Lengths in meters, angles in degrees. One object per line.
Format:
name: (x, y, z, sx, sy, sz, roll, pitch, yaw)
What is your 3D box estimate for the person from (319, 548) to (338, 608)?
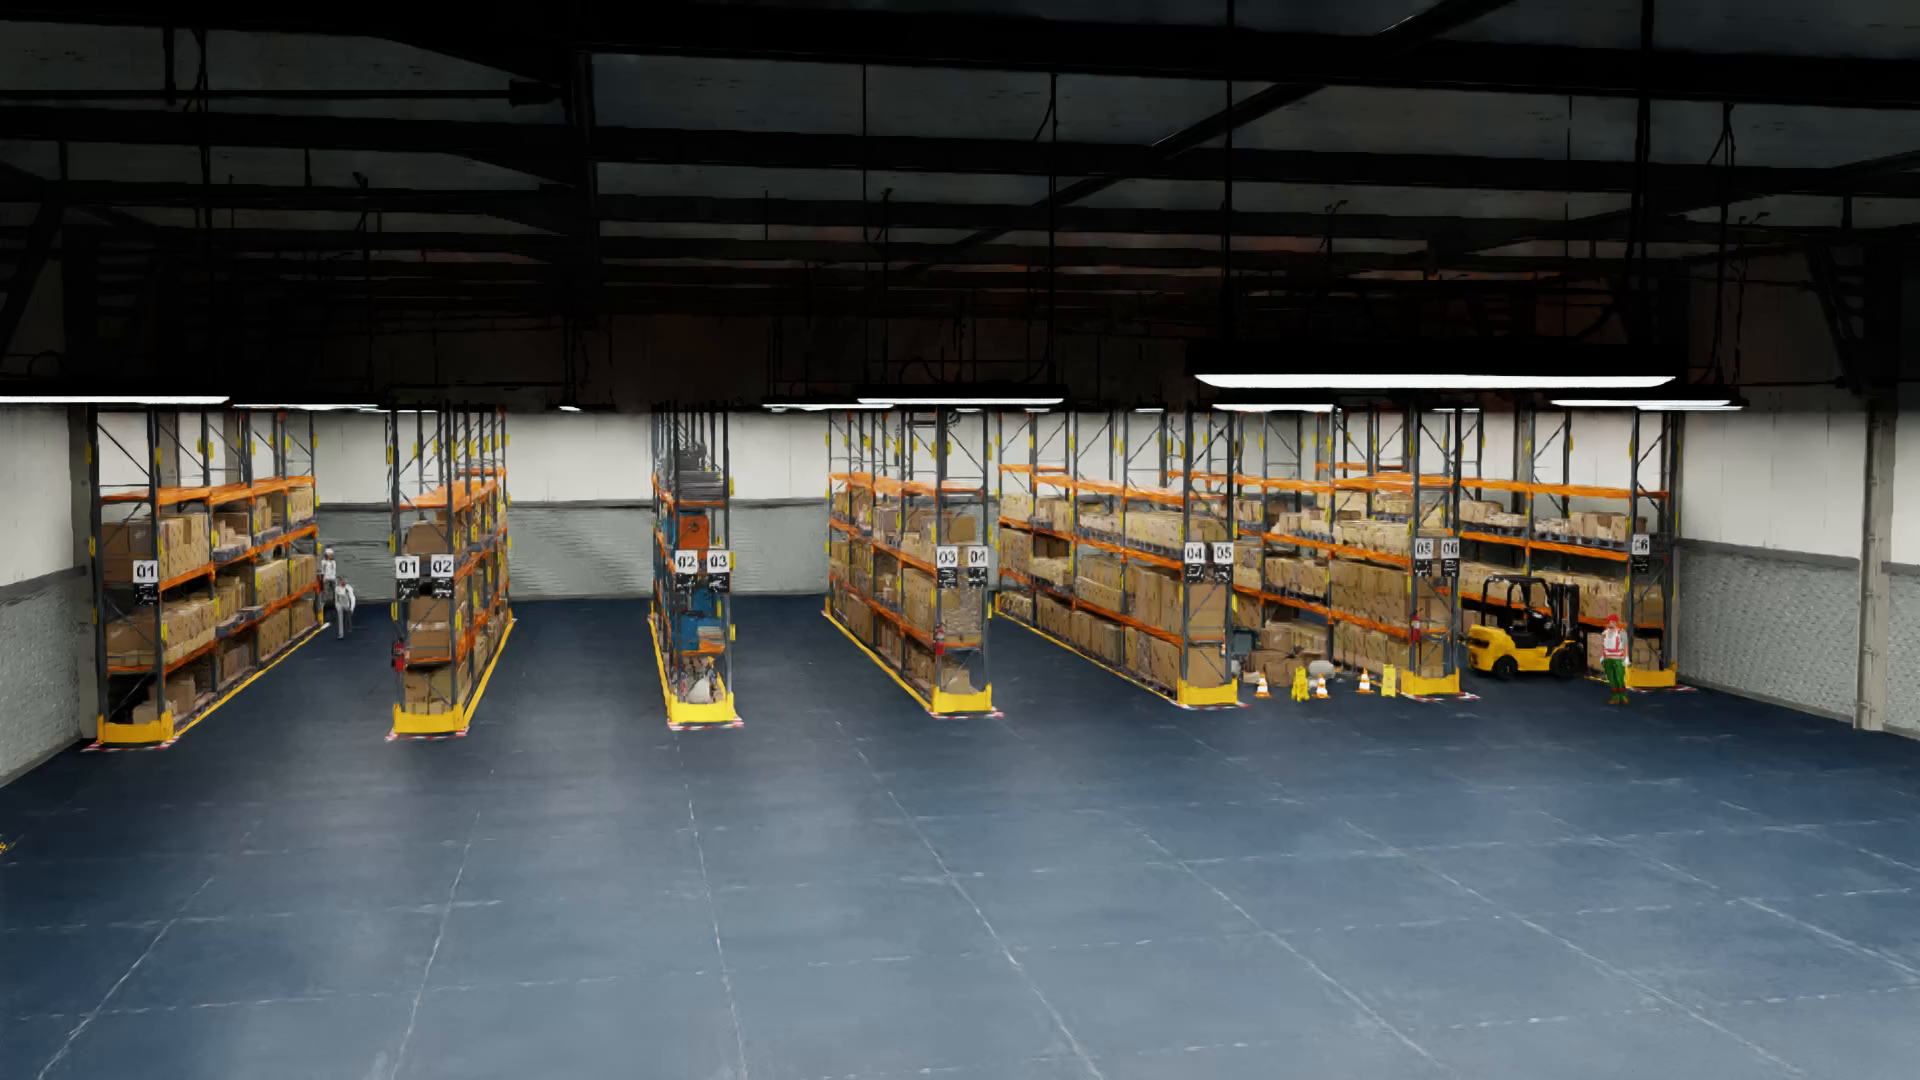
person: (-18.620, 1.124, 49.194, 0.568, 1.761, 0.737, 2, 5, 28)

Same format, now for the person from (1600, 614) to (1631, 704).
person: (12.950, 2.349, 32.833, 0.385, 1.782, 0.628, -4, 6, -41)

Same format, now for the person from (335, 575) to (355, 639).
person: (-15.772, 1.690, 42.643, 0.502, 1.624, 0.997, -1, 4, -13)

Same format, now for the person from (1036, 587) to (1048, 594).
person: (2.442, 0.923, 52.025, 0.597, 1.774, 0.576, 2, 5, 24)

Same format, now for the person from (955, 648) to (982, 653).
person: (0.142, 1.868, 39.969, 0.536, 1.656, 1.036, -2, 5, -20)
